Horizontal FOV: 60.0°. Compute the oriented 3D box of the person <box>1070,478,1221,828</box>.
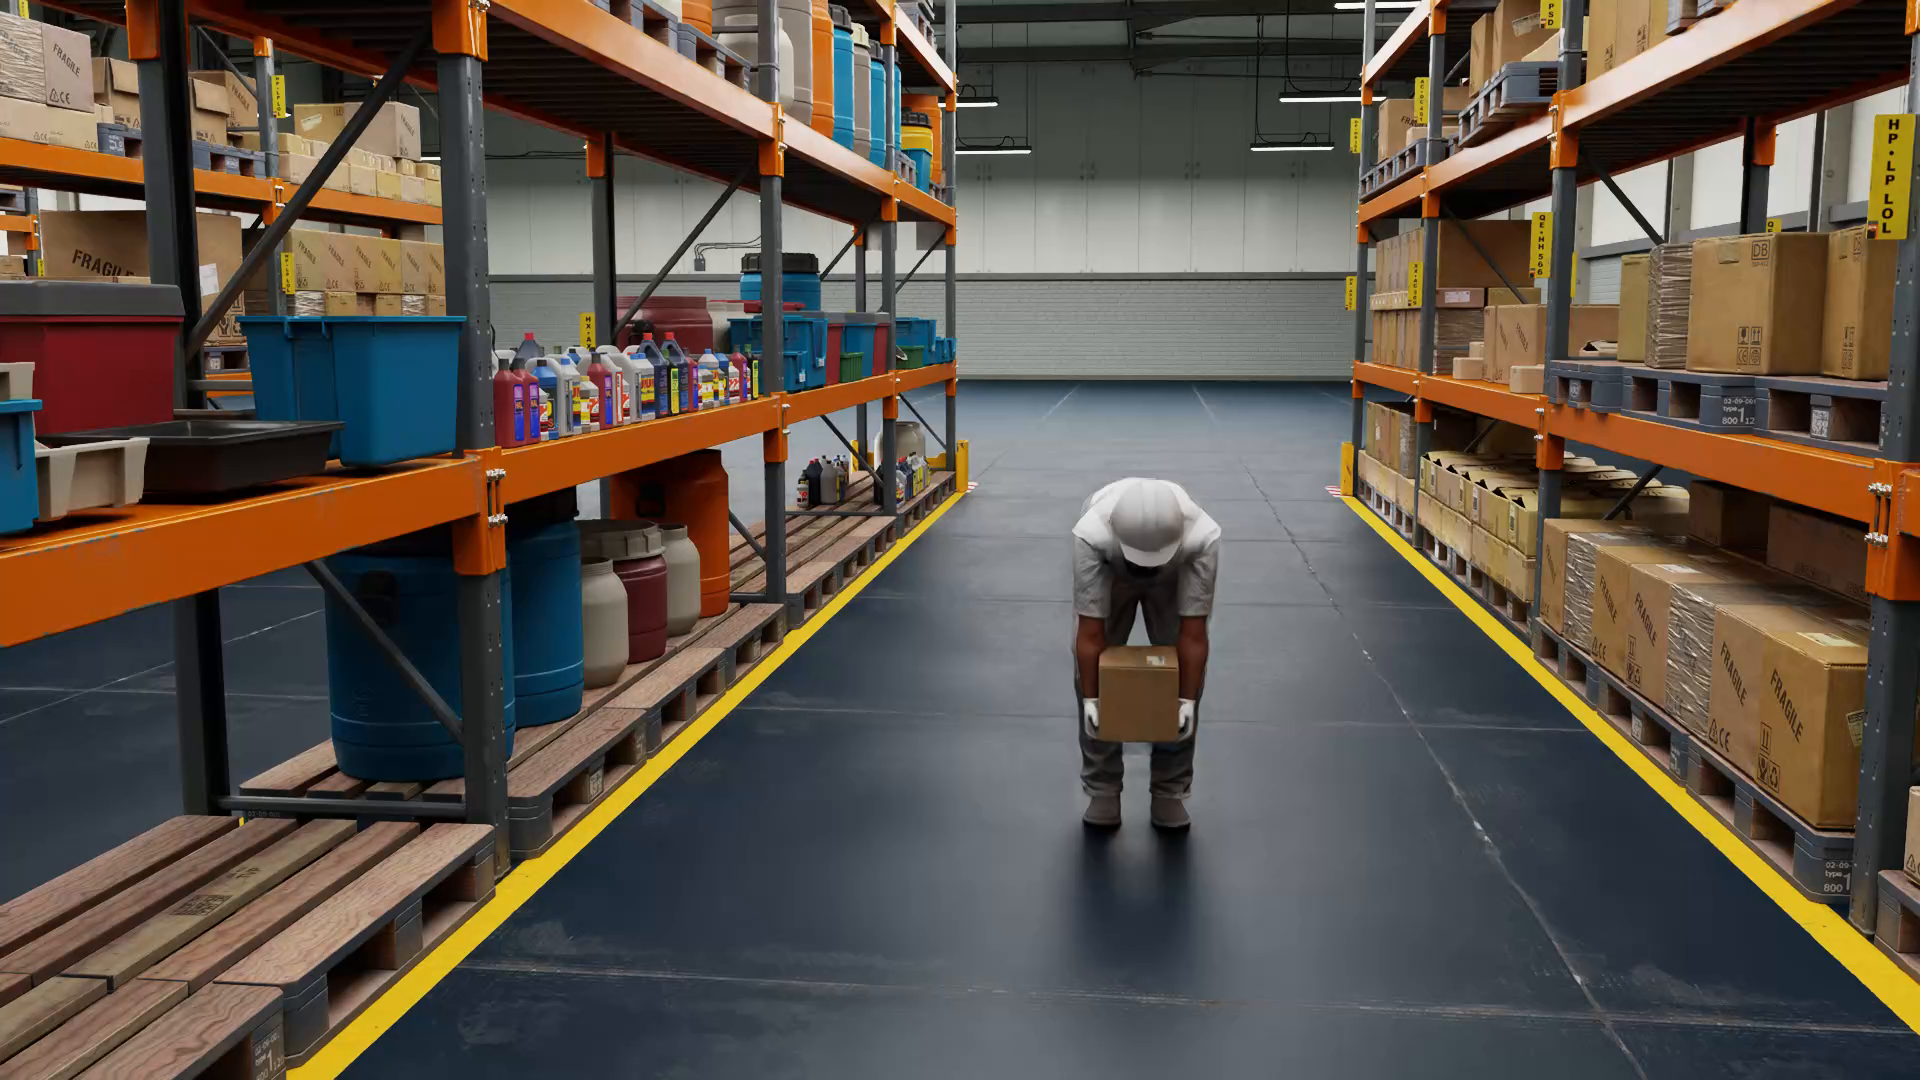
[{"bbox_3d":[0.603,0.376,5.477,0.482,1.225,0.969,1,8,4],"label":"person"}]
